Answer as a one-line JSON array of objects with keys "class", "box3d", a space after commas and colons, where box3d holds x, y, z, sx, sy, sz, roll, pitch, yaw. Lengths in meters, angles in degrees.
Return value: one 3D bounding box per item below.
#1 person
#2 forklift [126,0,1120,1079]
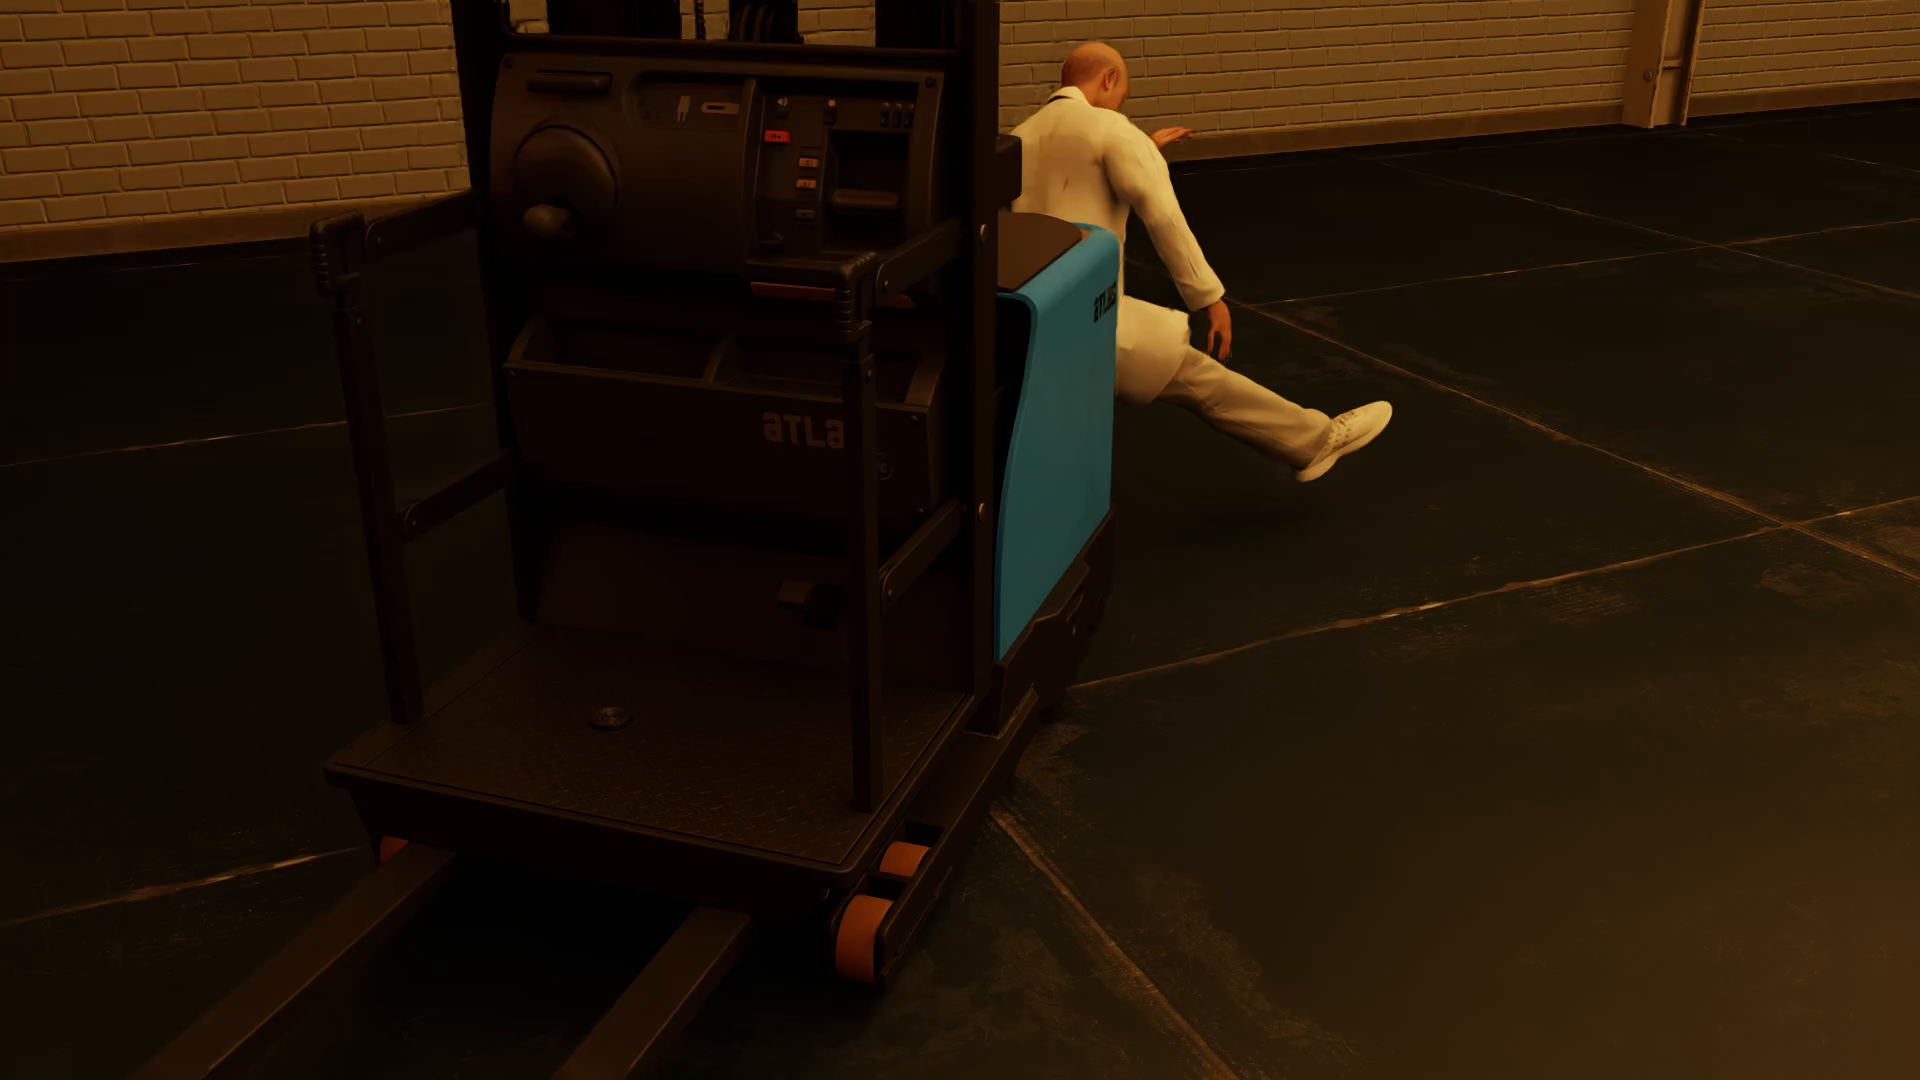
[{"class": "person", "box3d": [0.553, -0.786, 5.188, 1.267, 1.444, 1.079, -13, 26, -28]}, {"class": "forklift", "box3d": [-0.545, -0.699, 2.968, 1.130, 2.935, 3.031, 8, 24, 18]}]
